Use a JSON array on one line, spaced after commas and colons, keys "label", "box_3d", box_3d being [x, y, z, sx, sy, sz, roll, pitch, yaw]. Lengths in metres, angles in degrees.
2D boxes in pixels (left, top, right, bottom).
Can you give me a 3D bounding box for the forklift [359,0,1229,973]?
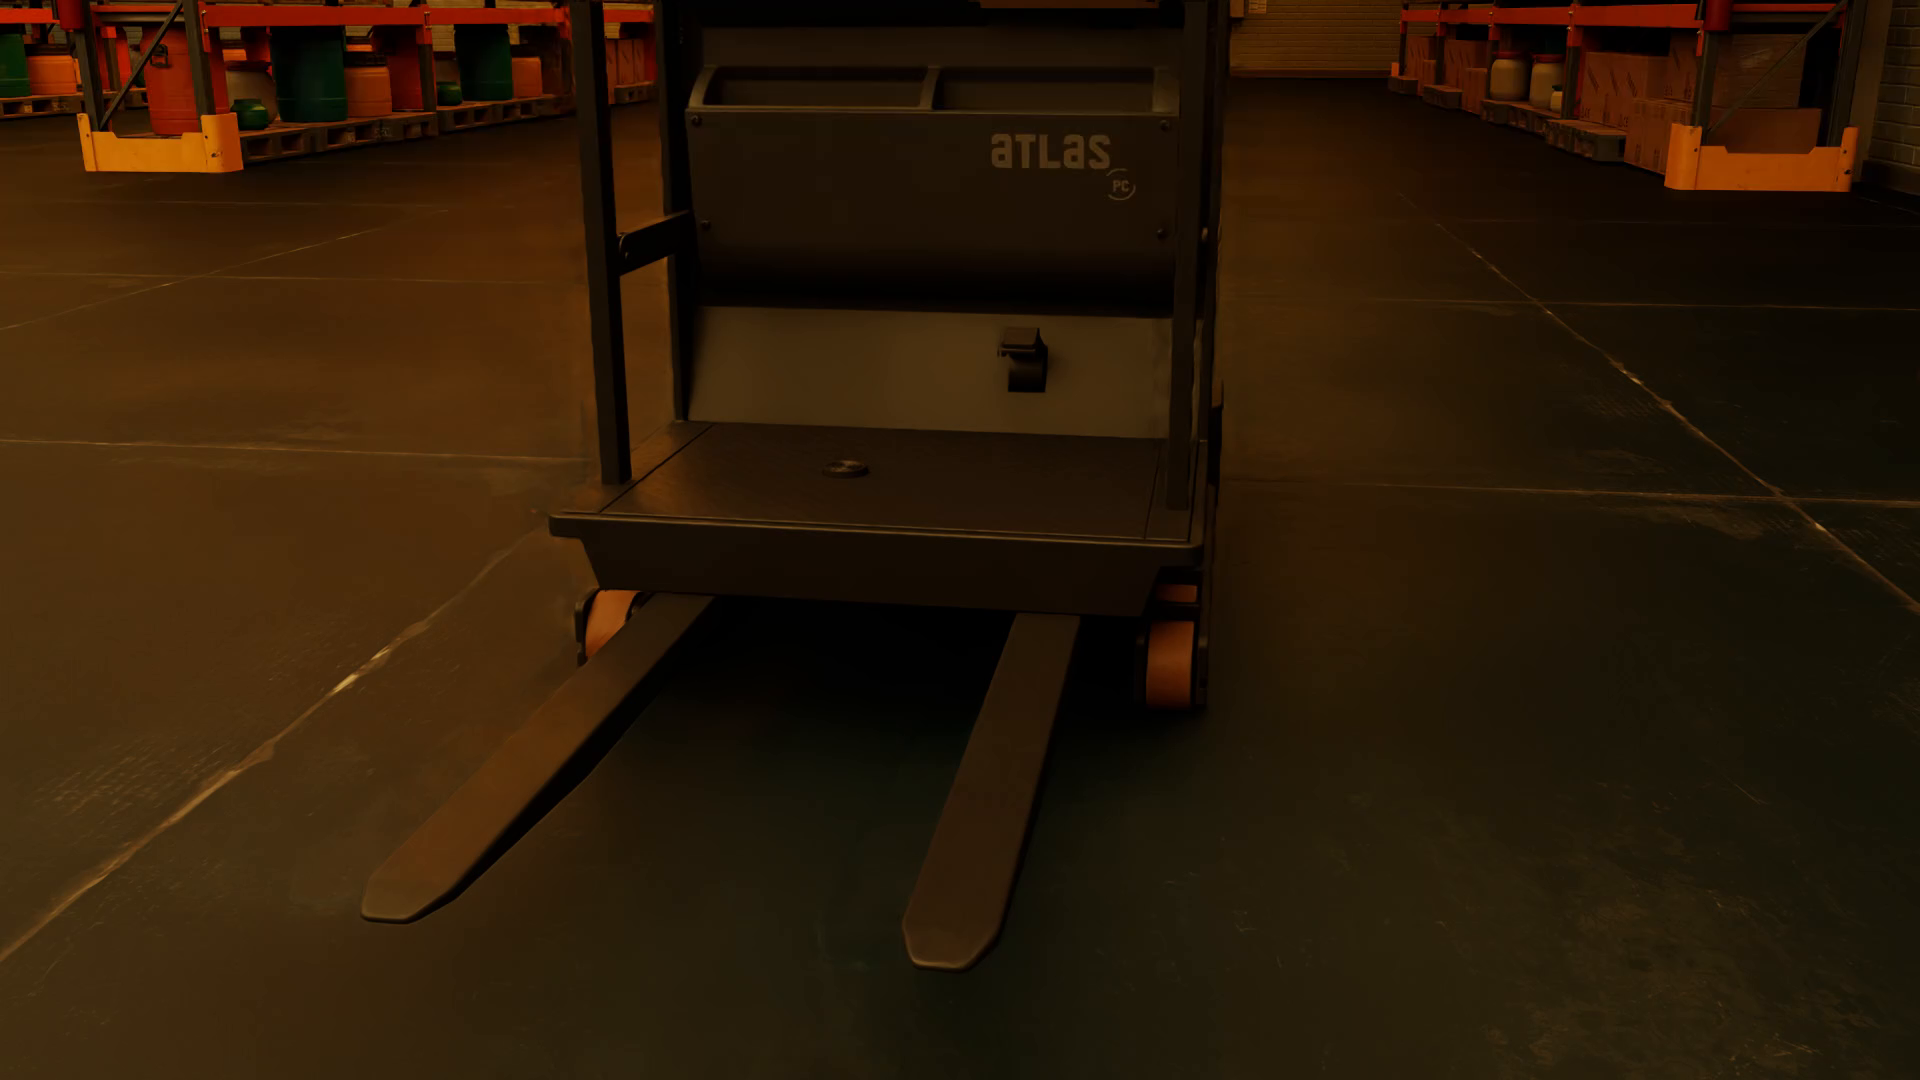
[{"label": "forklift", "box_3d": [-0.081, -1.213, 2.799, 1.130, 2.935, 3.031, 3, 18, 9]}]
